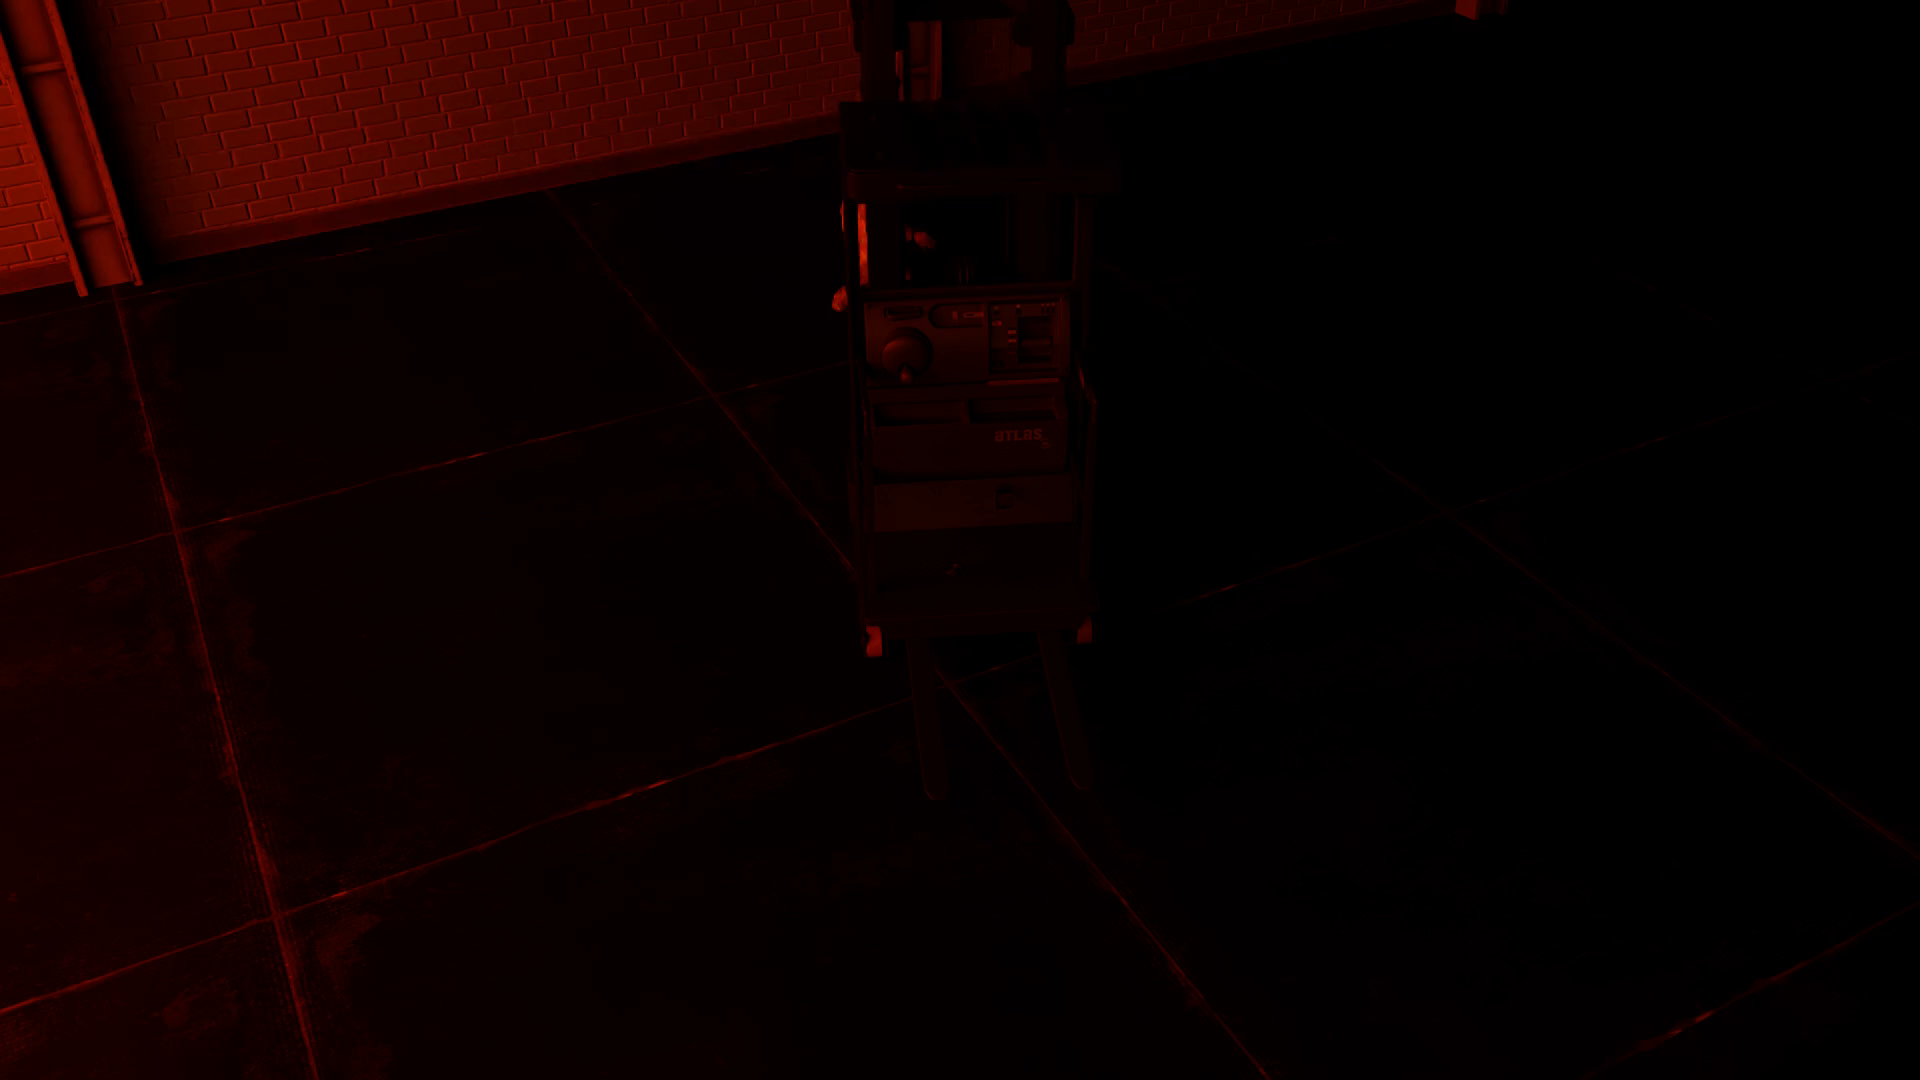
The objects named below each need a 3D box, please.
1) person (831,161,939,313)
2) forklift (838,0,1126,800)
[{"bbox_3d":[-0.355,-1.837,9.898,0.929,1.570,1.225,0,35,0],"label":"person"},{"bbox_3d":[0.061,-0.846,7.320,1.130,2.935,3.031,-3,35,-5],"label":"forklift"}]
